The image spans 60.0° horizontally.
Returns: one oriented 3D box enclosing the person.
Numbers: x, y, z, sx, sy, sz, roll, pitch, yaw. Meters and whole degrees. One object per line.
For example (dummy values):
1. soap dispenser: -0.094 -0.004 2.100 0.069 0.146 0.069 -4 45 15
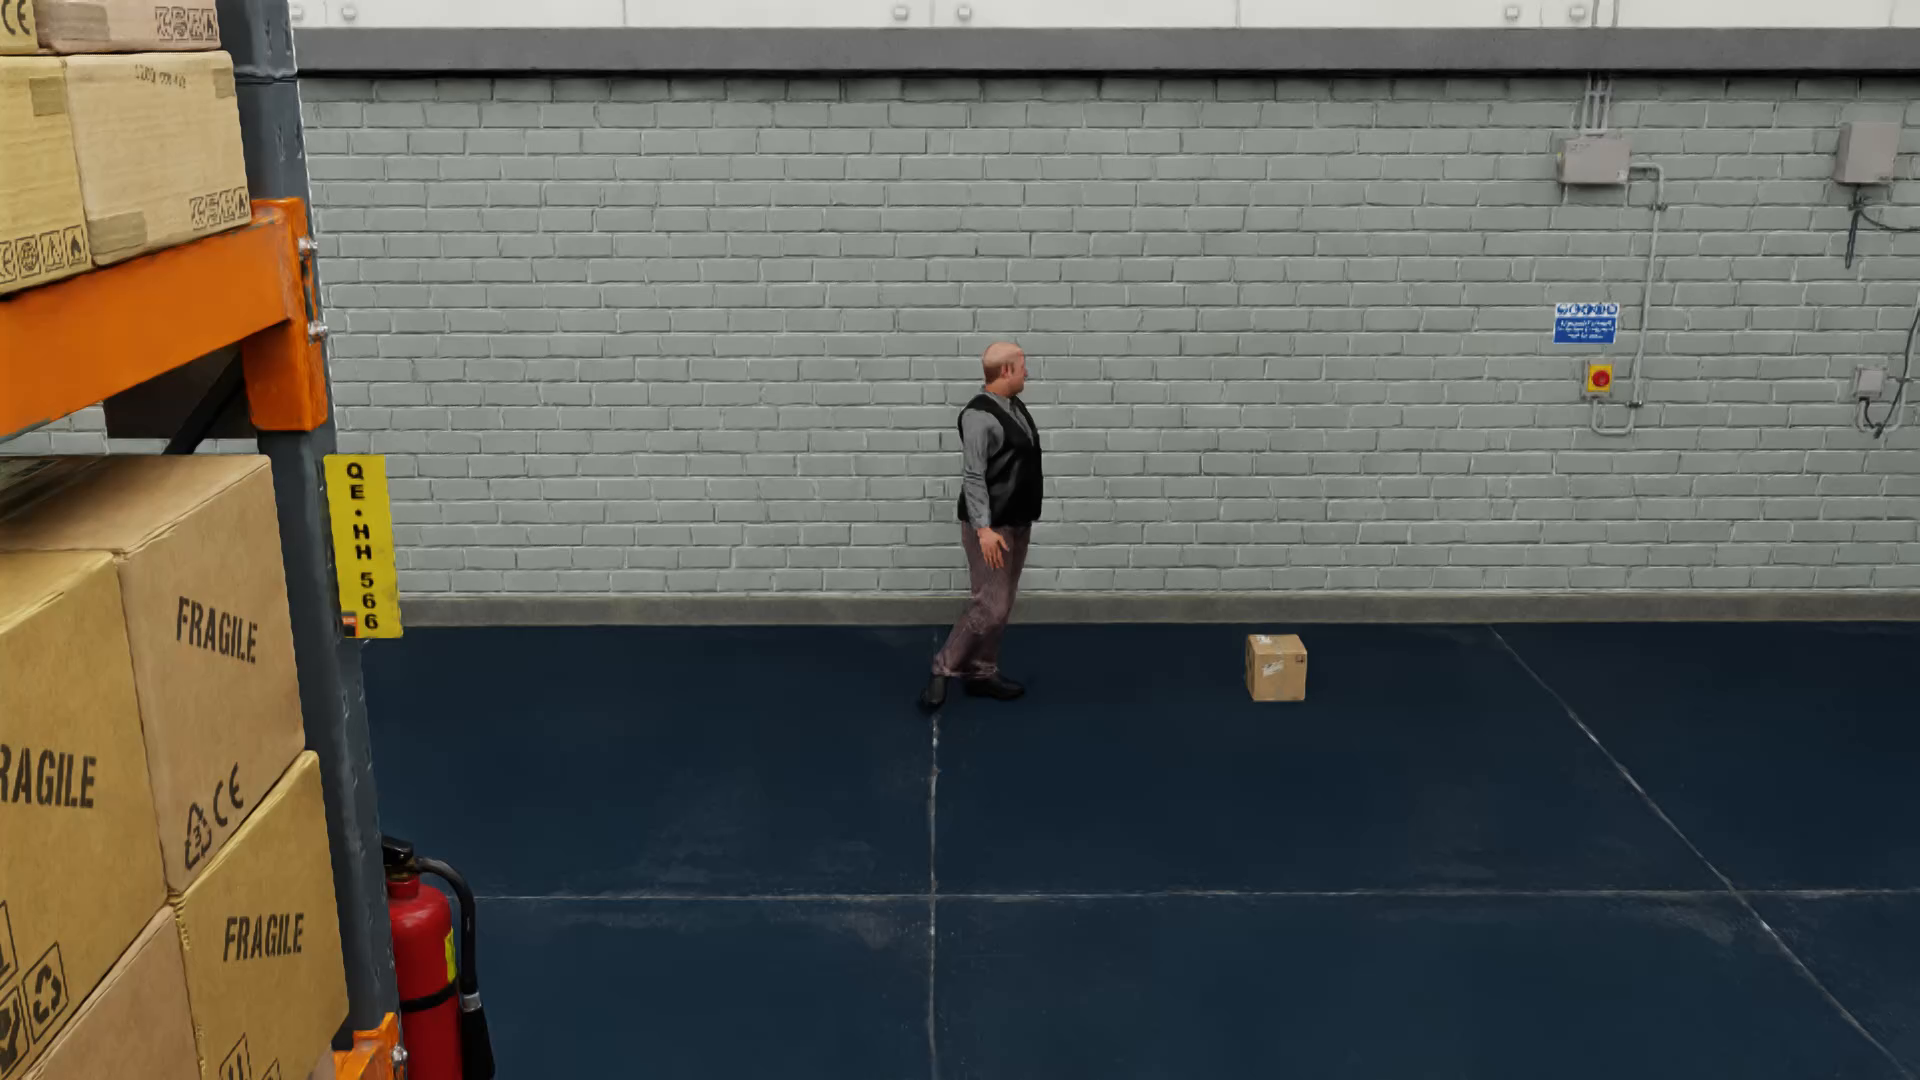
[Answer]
1. person: 0.112 -0.064 7.740 0.457 1.714 0.703 8 19 25
